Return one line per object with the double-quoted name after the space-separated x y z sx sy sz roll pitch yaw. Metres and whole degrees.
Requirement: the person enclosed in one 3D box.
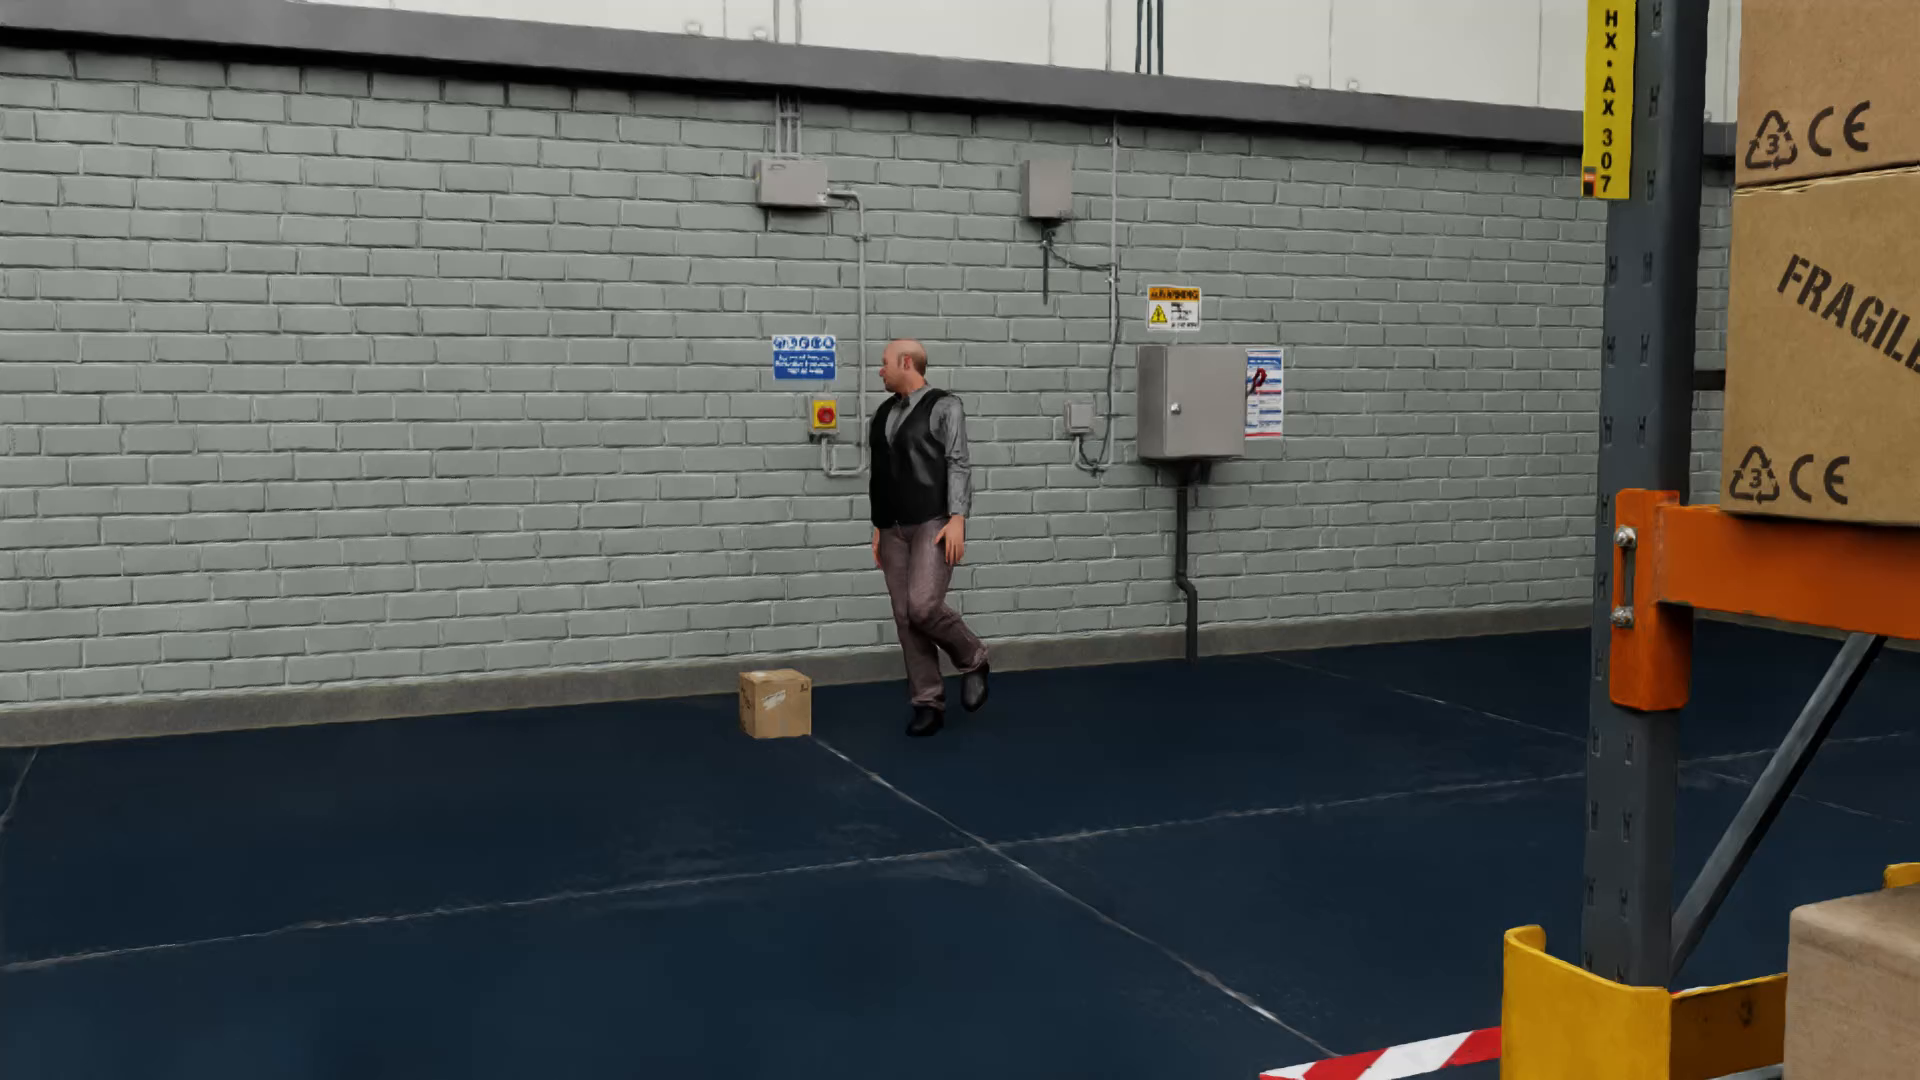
-0.192 -0.030 7.283 0.619 1.711 0.487 4 7 35 "person"
